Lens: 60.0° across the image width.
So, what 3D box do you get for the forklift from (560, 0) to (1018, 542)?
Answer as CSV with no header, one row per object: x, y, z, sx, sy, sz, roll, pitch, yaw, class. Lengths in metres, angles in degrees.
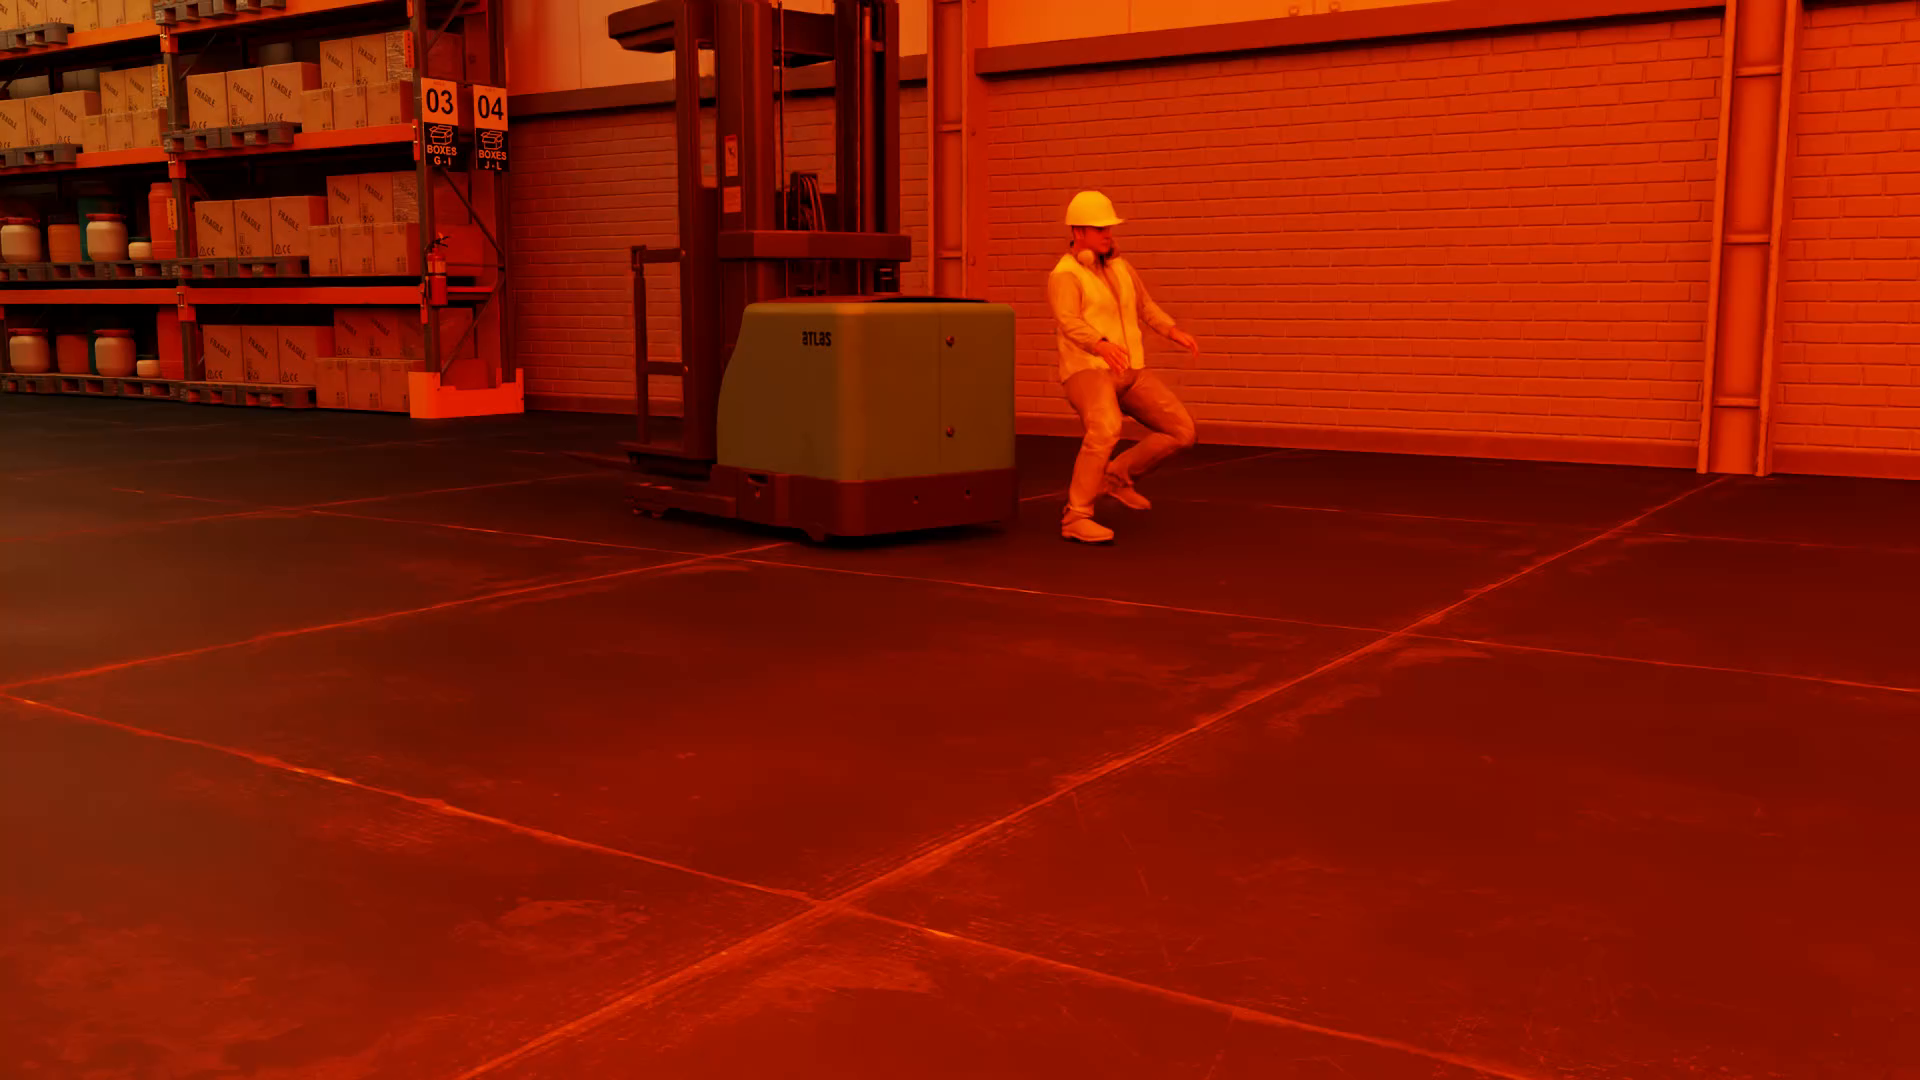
-1.063,-1.599,8.439,1.130,2.935,3.031,-7,11,-40,forklift

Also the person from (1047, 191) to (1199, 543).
0.736,-0.833,7.792,0.829,1.588,0.701,-7,11,-42,person
